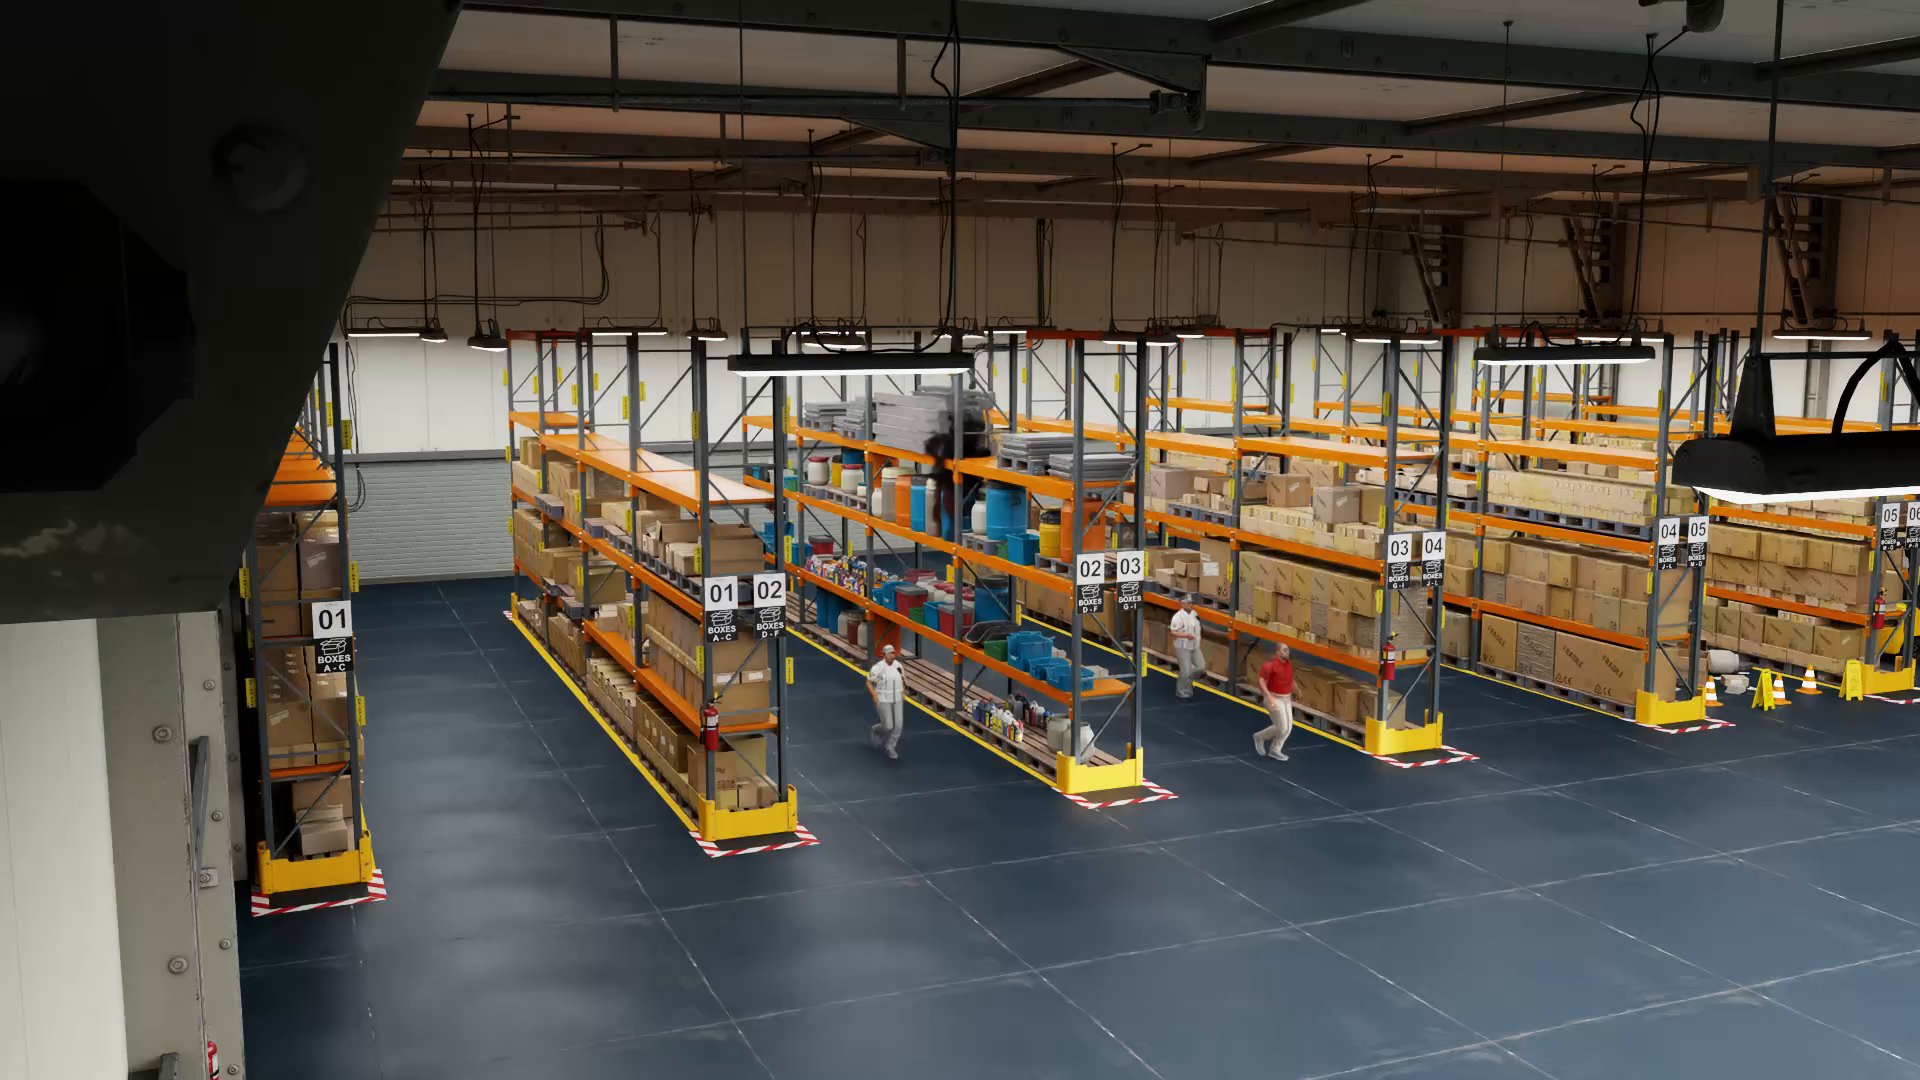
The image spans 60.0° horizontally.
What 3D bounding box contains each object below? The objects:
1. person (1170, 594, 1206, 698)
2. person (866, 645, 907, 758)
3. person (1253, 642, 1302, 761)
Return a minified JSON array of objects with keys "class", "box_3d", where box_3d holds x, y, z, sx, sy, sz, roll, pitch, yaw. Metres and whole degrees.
[{"class":"person","box_3d":[3.787,1.758,27.300,0.648,1.756,0.606,-4,9,-30]},{"class":"person","box_3d":[-1.027,2.303,23.888,0.616,1.627,0.550,-4,9,-28]},{"class":"person","box_3d":[4.542,2.290,23.696,0.584,1.697,0.683,7,11,44]}]
